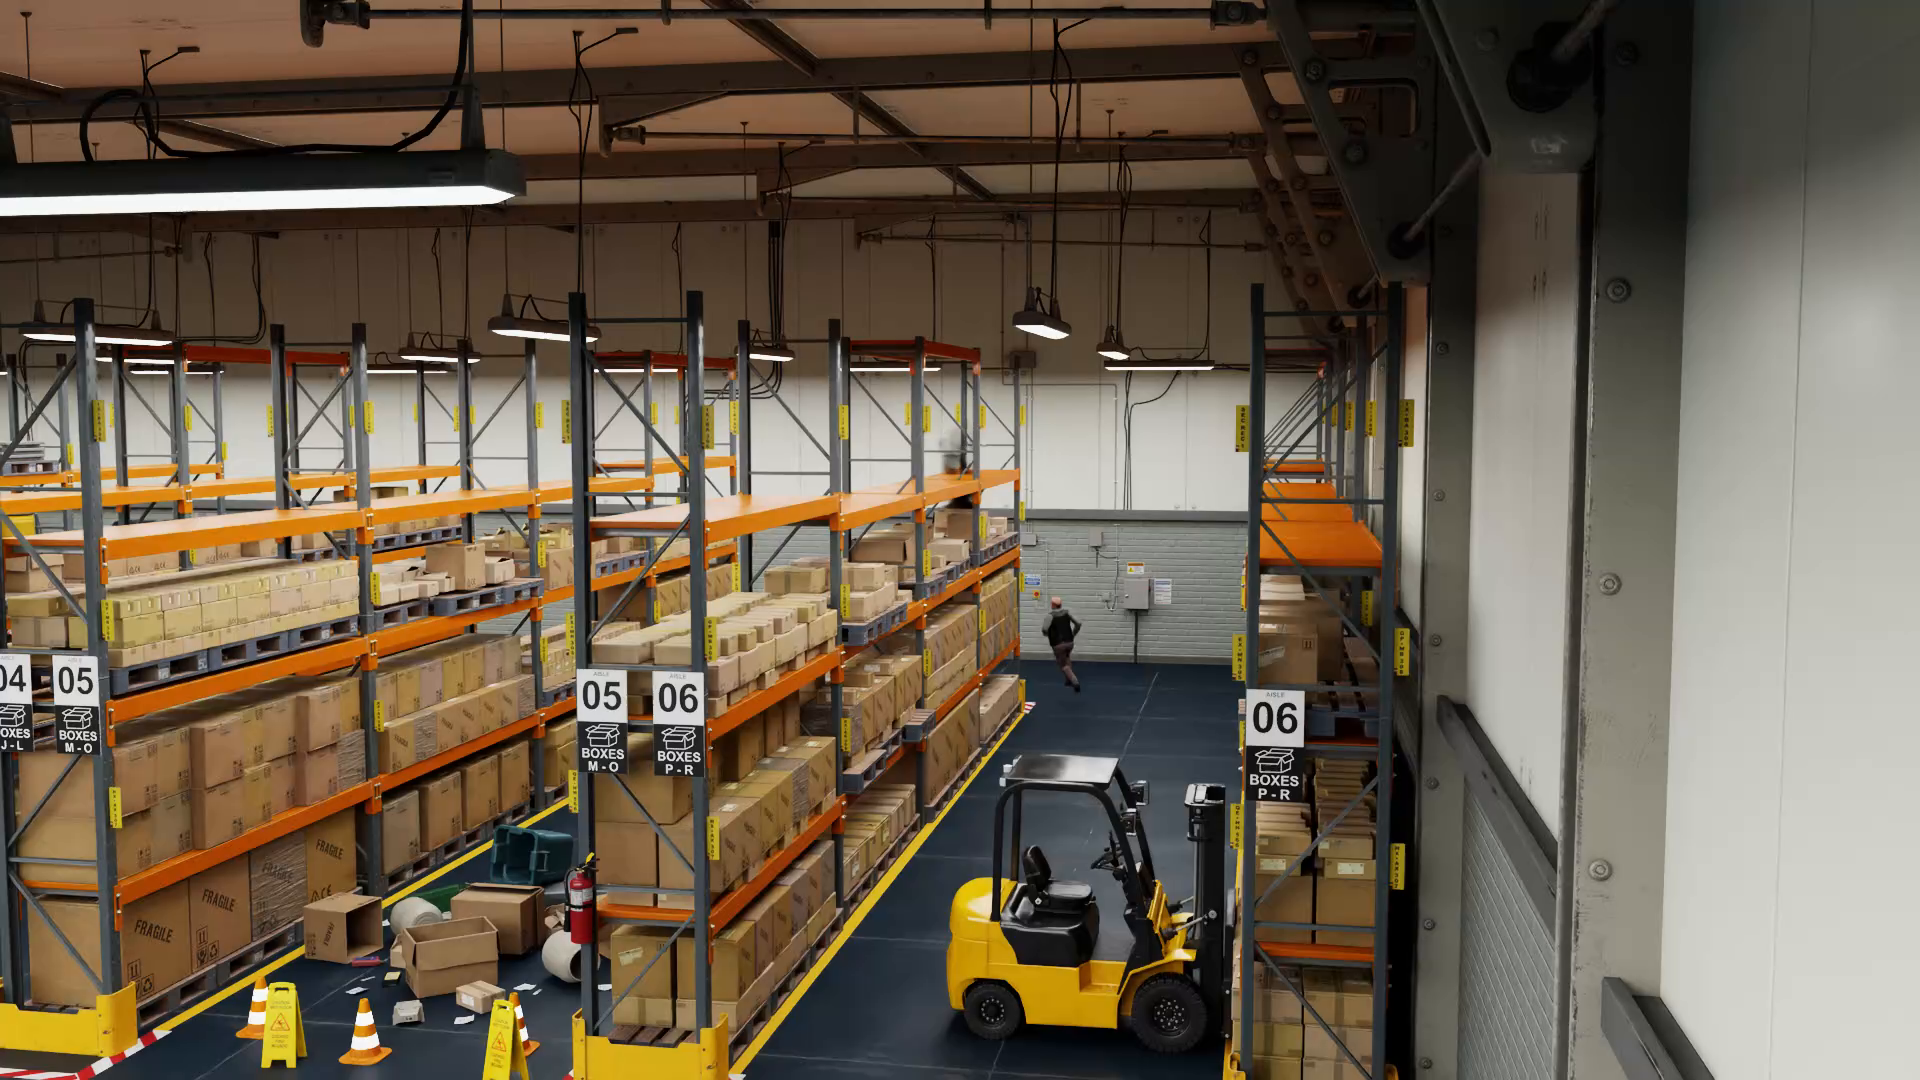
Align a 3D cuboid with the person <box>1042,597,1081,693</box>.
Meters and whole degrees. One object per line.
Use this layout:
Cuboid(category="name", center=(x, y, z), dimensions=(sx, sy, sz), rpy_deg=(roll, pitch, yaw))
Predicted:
Cuboid(category="person", center=(1.736, 1.813, 28.815), dimensions=(0.751, 1.664, 0.820), rpy_deg=(-2, 5, -23))
